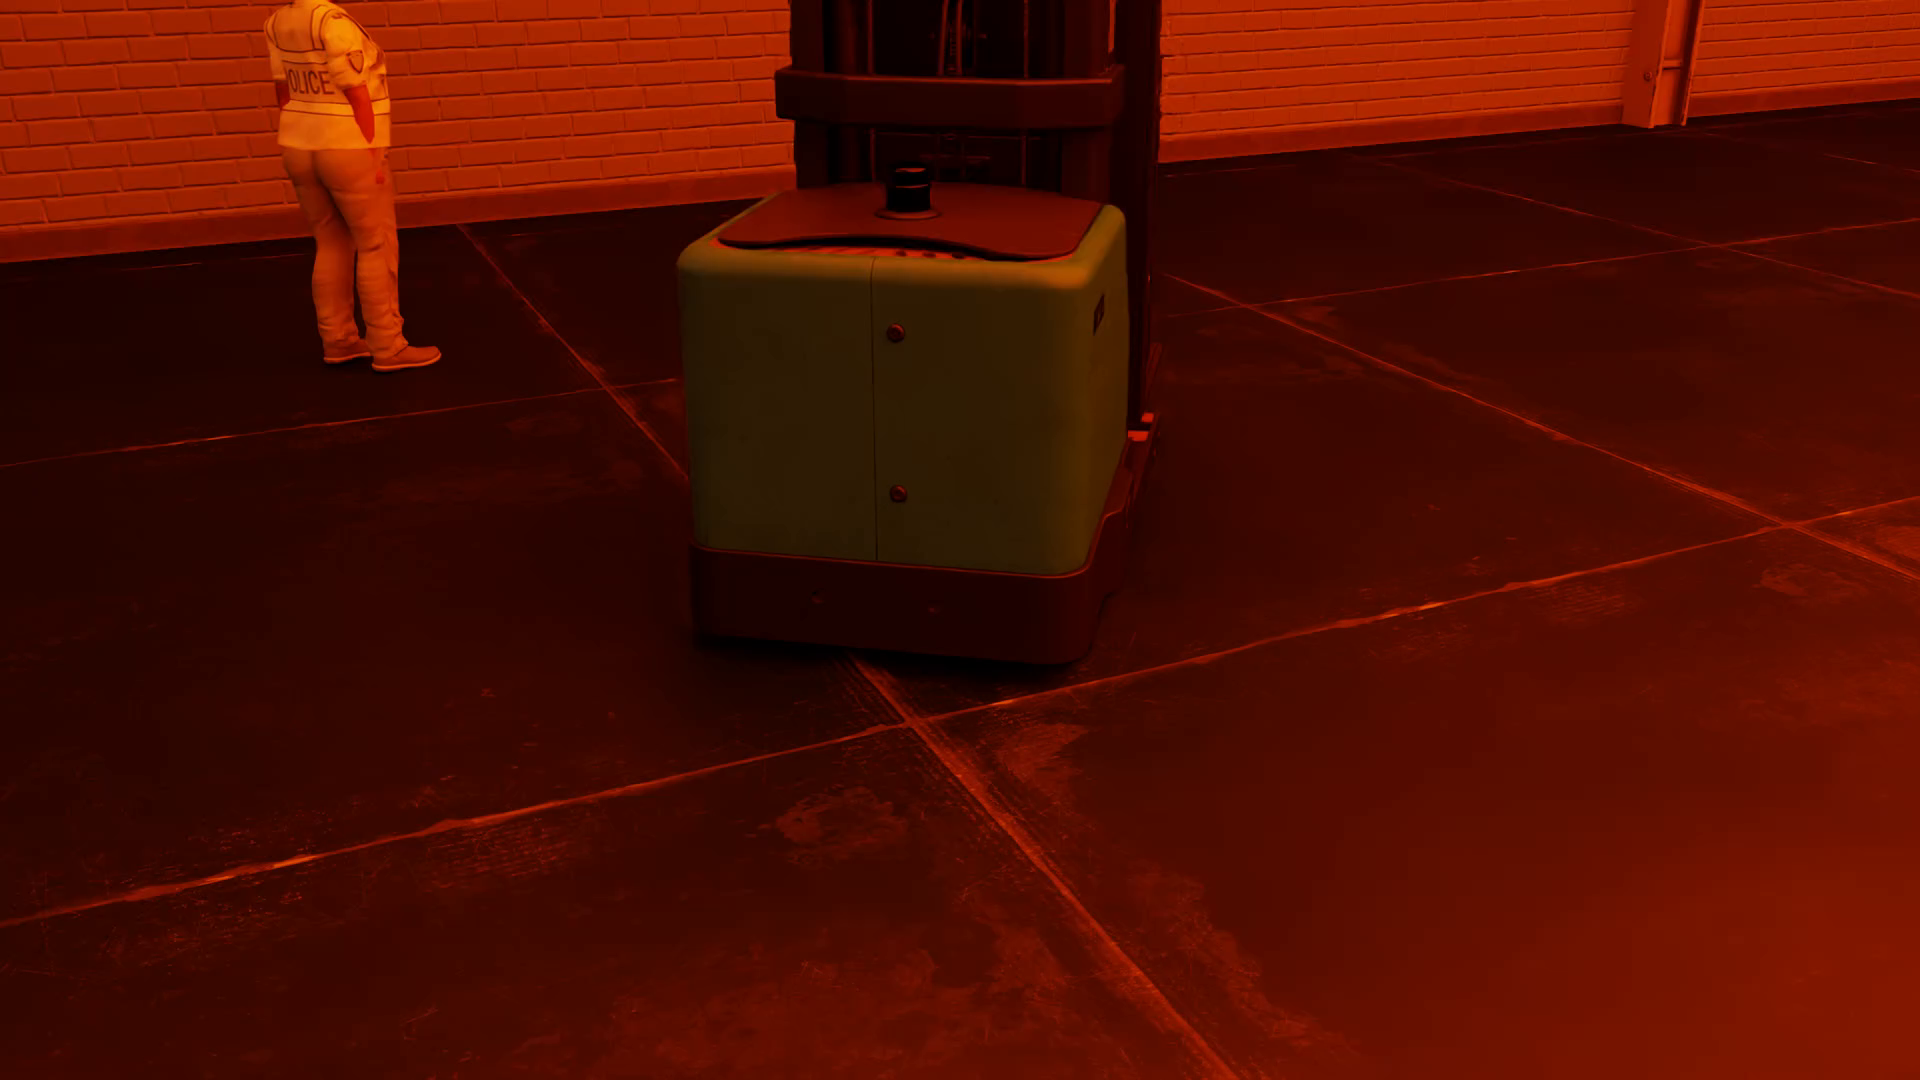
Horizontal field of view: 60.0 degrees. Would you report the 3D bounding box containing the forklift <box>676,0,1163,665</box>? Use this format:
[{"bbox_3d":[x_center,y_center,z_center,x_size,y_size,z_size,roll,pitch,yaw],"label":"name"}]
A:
[{"bbox_3d":[0.088,-1.576,5.079,1.130,2.935,3.031,4,23,10],"label":"forklift"}]

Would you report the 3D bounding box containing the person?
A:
[{"bbox_3d":[-2.430,-1.500,6.557,0.487,1.668,0.395,12,25,26],"label":"person"}]
